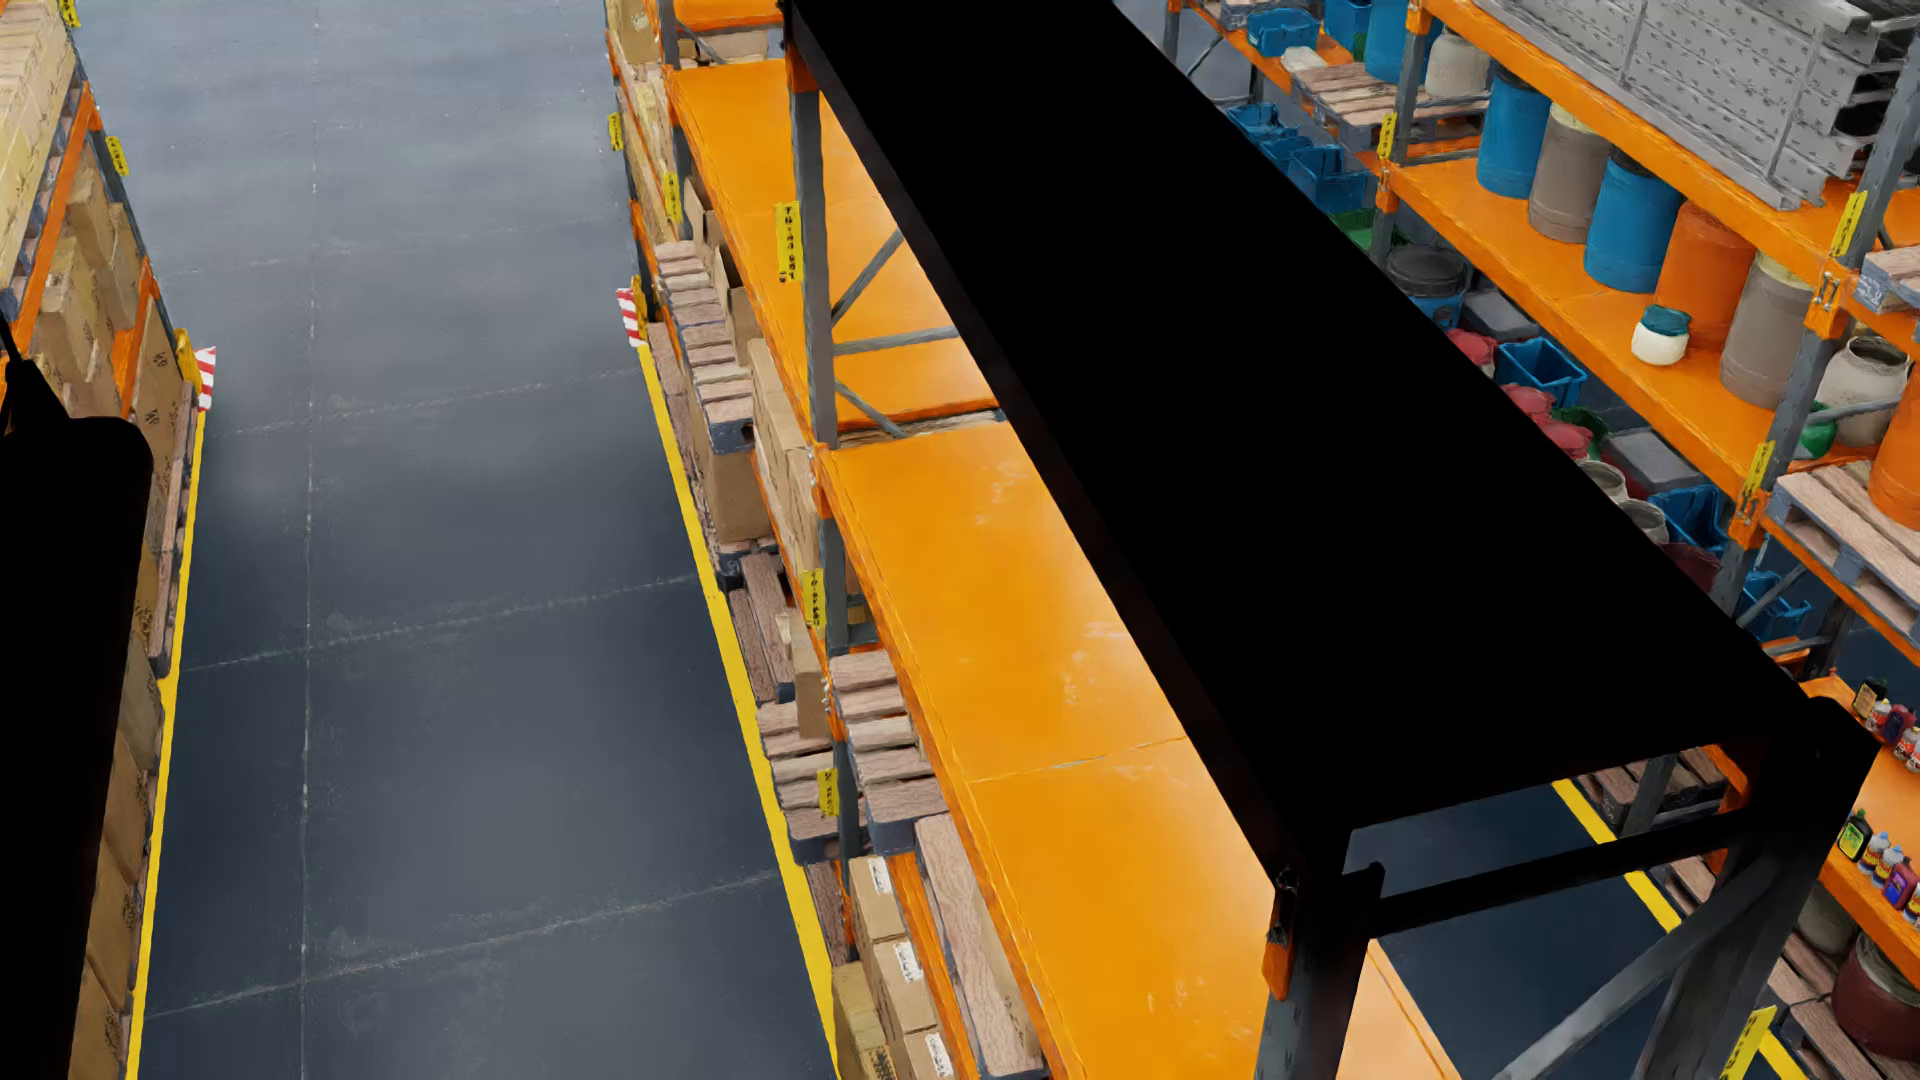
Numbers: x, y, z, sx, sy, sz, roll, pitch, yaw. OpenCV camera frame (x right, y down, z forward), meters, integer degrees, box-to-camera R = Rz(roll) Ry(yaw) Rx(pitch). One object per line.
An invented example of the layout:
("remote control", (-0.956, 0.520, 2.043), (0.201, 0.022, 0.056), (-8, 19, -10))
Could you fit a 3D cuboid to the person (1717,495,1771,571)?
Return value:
("person", (5.810, -0.484, 12.069), (0.496, 1.675, 0.440), (29, 47, 31))
